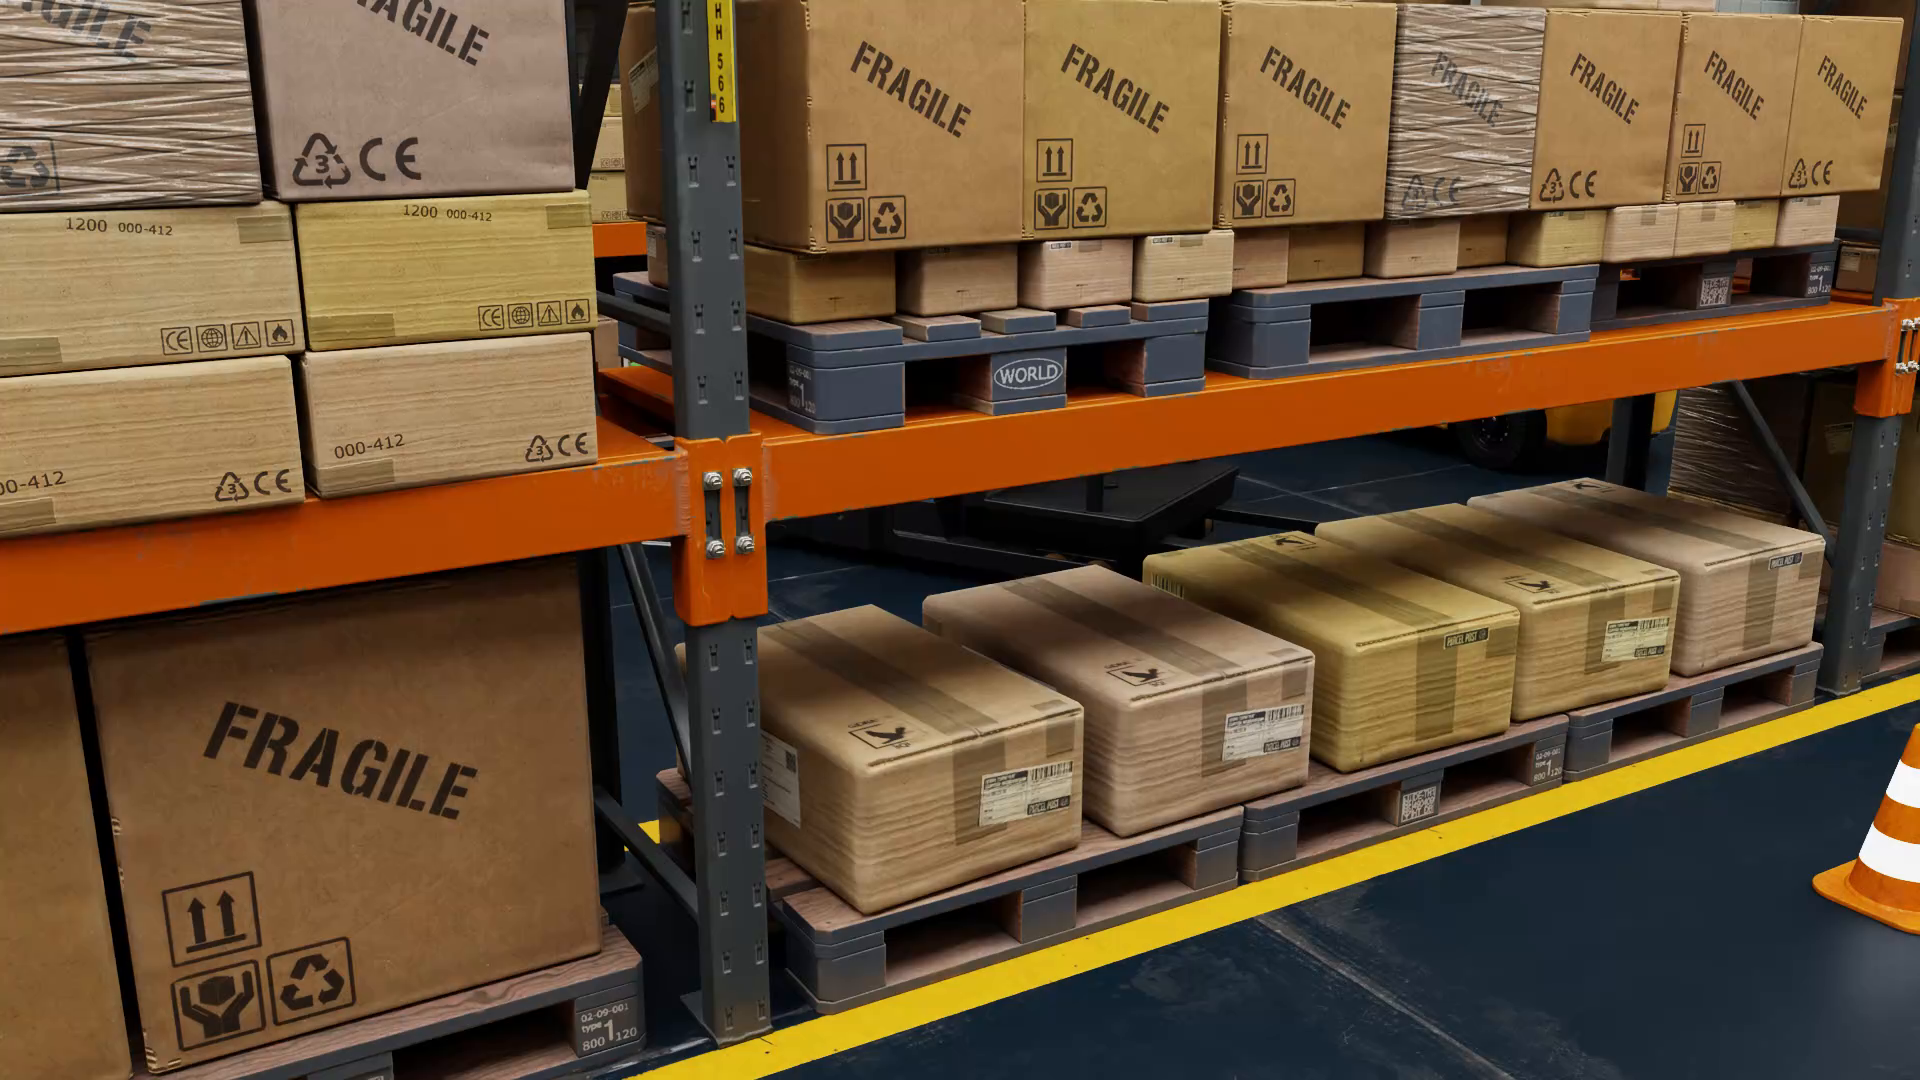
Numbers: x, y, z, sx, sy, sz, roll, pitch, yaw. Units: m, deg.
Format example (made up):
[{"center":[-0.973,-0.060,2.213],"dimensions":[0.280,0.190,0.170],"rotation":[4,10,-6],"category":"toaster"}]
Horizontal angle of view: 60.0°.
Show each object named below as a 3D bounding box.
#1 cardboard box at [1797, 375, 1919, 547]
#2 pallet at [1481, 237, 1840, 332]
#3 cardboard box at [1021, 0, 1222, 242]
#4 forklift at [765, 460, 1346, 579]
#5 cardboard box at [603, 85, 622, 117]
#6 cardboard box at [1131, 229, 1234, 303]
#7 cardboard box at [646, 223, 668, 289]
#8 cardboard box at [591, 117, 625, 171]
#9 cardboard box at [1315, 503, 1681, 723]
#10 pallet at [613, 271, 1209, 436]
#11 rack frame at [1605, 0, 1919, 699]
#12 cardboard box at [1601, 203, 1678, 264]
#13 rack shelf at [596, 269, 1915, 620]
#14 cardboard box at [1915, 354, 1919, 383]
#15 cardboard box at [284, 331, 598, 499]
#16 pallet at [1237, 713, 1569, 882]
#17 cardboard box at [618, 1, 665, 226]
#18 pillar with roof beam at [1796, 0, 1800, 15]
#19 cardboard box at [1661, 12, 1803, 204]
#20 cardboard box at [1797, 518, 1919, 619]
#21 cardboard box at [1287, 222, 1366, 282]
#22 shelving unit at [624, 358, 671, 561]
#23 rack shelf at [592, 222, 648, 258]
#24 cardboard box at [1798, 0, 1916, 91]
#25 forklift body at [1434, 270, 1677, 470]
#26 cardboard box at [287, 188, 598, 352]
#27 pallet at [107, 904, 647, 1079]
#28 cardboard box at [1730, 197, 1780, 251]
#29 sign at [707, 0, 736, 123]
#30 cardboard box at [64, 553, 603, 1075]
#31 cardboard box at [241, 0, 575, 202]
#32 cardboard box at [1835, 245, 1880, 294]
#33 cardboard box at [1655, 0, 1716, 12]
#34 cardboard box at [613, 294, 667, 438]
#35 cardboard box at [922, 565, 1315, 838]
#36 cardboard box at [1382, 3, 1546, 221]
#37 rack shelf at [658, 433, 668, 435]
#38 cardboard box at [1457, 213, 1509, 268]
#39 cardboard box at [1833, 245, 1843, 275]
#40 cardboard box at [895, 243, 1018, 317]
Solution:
[{"center":[3.358,-0.298,5.843],"dimensions":[0.500,0.500,0.500],"rotation":[-8,18,-27],"category":"cardboard box"},{"center":[1.983,-0.874,5.327],"dimensions":[1.213,0.211,1.003],"rotation":[-9,18,-30],"category":"pallet"},{"center":[0.232,-0.960,3.762],"dimensions":[0.500,0.500,0.500],"rotation":[-8,18,-27],"category":"cardboard box"},{"center":[0.540,-1.327,6.715],"dimensions":[3.031,2.935,1.130],"rotation":[9,18,29],"category":"forklift"},{"center":[-1.750,-2.150,8.134],"dimensions":[0.250,0.149,0.380],"rotation":[-9,18,-29],"category":"cardboard box"},{"center":[0.423,-0.659,3.891],"dimensions":[0.250,0.149,0.380],"rotation":[-9,18,-29],"category":"cardboard box"},{"center":[-0.556,-0.664,3.910],"dimensions":[0.250,0.149,0.380],"rotation":[-8,18,-28],"category":"cardboard box"},{"center":[-1.882,-1.943,8.134],"dimensions":[0.500,0.250,0.500],"rotation":[-10,18,-31],"category":"cardboard box"},{"center":[1.650,0.198,5.236],"dimensions":[0.625,0.372,0.950],"rotation":[-8,18,-26],"category":"cardboard box"},{"center":[-0.160,-0.515,4.043],"dimensions":[1.003,0.211,1.213],"rotation":[-9,18,-30],"category":"pallet"},{"center":[2.713,-1.039,5.560],"dimensions":[0.127,3.000,1.000],"rotation":[-9,18,-30],"category":"rack frame"},{"center":[1.760,-0.872,4.651],"dimensions":[0.250,0.149,0.380],"rotation":[-9,18,-29],"category":"cardboard box"},{"center":[0.998,-0.415,4.665],"dimensions":[4.000,0.370,1.077],"rotation":[-9,18,-30],"category":"rack shelf"},{"center":[3.496,-0.614,5.768],"dimensions":[0.250,0.149,0.380],"rotation":[-9,18,-29],"category":"cardboard box"},{"center":[-1.016,-0.281,3.131],"dimensions":[0.500,0.250,0.500],"rotation":[-10,18,-32],"category":"cardboard box"},{"center":[0.999,0.583,4.940],"dimensions":[1.213,0.211,1.003],"rotation":[-9,18,-30],"category":"pallet"},{"center":[-0.469,-1.004,3.921],"dimensions":[0.500,0.500,0.500],"rotation":[-10,18,-31],"category":"cardboard box"},{"center":[9.881,-5.582,10.649],"dimensions":[0.400,9.000,9.100],"rotation":[-9,18,-30],"category":"pillar with roof beam"},{"center":[2.011,-1.246,4.784],"dimensions":[0.500,0.500,0.500],"rotation":[-9,18,-29],"category":"cardboard box"},{"center":[3.358,0.063,5.944],"dimensions":[0.500,0.250,0.500],"rotation":[-10,19,-32],"category":"cardboard box"},{"center":[0.811,-0.759,4.247],"dimensions":[0.250,0.149,0.380],"rotation":[-8,18,-28],"category":"cardboard box"},{"center":[-1.211,-0.546,7.135],"dimensions":[0.258,1.200,0.503],"rotation":[4,16,13],"category":"shelving unit"},{"center":[-1.561,-1.563,8.760],"dimensions":[4.000,0.370,1.077],"rotation":[-9,18,-30],"category":"rack shelf"},{"center":[3.202,-1.723,5.410],"dimensions":[0.500,0.500,0.700],"rotation":[-9,18,-30],"category":"cardboard box"},{"center":[2.896,-1.649,9.307],"dimensions":[1.214,2.155,2.313],"rotation":[-9,18,-30],"category":"forklift body"},{"center":[-1.000,-0.526,3.079],"dimensions":[0.500,0.250,0.500],"rotation":[-9,18,-30],"category":"cardboard box"},{"center":[-1.431,0.952,3.624],"dimensions":[1.213,0.211,1.003],"rotation":[-9,18,-30],"category":"pallet"},{"center":[2.179,-0.952,4.938],"dimensions":[0.250,0.149,0.380],"rotation":[-10,18,-31],"category":"cardboard box"},{"center":[-0.427,-0.913,2.963],"dimensions":[0.005,0.325,0.100],"rotation":[-9,18,-30],"category":"sign"},{"center":[-1.351,0.414,3.532],"dimensions":[0.875,0.875,0.875],"rotation":[-9,18,-30],"category":"cardboard box"},{"center":[-1.024,-0.880,2.955],"dimensions":[0.500,0.500,0.500],"rotation":[-10,18,-31],"category":"cardboard box"},{"center":[3.148,-0.888,5.485],"dimensions":[0.250,0.149,0.380],"rotation":[-9,18,-30],"category":"cardboard box"},{"center":[1.849,-1.530,4.594],"dimensions":[0.250,0.149,0.380],"rotation":[-10,18,-31],"category":"cardboard box"},{"center":[-1.601,-0.960,8.898],"dimensions":[0.625,0.625,0.875],"rotation":[-10,19,-32],"category":"cardboard box"},{"center":[0.402,0.399,4.519],"dimensions":[0.625,0.372,0.950],"rotation":[-10,18,-31],"category":"cardboard box"},{"center":[1.116,-1.103,4.273],"dimensions":[0.500,0.500,0.500],"rotation":[-10,19,-32],"category":"cardboard box"},{"center":[-1.211,-0.484,7.152],"dimensions":[0.258,0.148,0.480],"rotation":[4,16,13],"category":"rack shelf"},{"center":[1.253,-0.834,4.514],"dimensions":[0.250,0.149,0.380],"rotation":[-10,18,-32],"category":"cardboard box"},{"center":[3.042,-1.070,6.134],"dimensions":[0.250,0.149,0.380],"rotation":[-9,18,-28],"category":"cardboard box"},{"center":[-0.082,-0.598,3.674],"dimensions":[0.250,0.149,0.380],"rotation":[-11,19,-33],"category":"cardboard box"}]
